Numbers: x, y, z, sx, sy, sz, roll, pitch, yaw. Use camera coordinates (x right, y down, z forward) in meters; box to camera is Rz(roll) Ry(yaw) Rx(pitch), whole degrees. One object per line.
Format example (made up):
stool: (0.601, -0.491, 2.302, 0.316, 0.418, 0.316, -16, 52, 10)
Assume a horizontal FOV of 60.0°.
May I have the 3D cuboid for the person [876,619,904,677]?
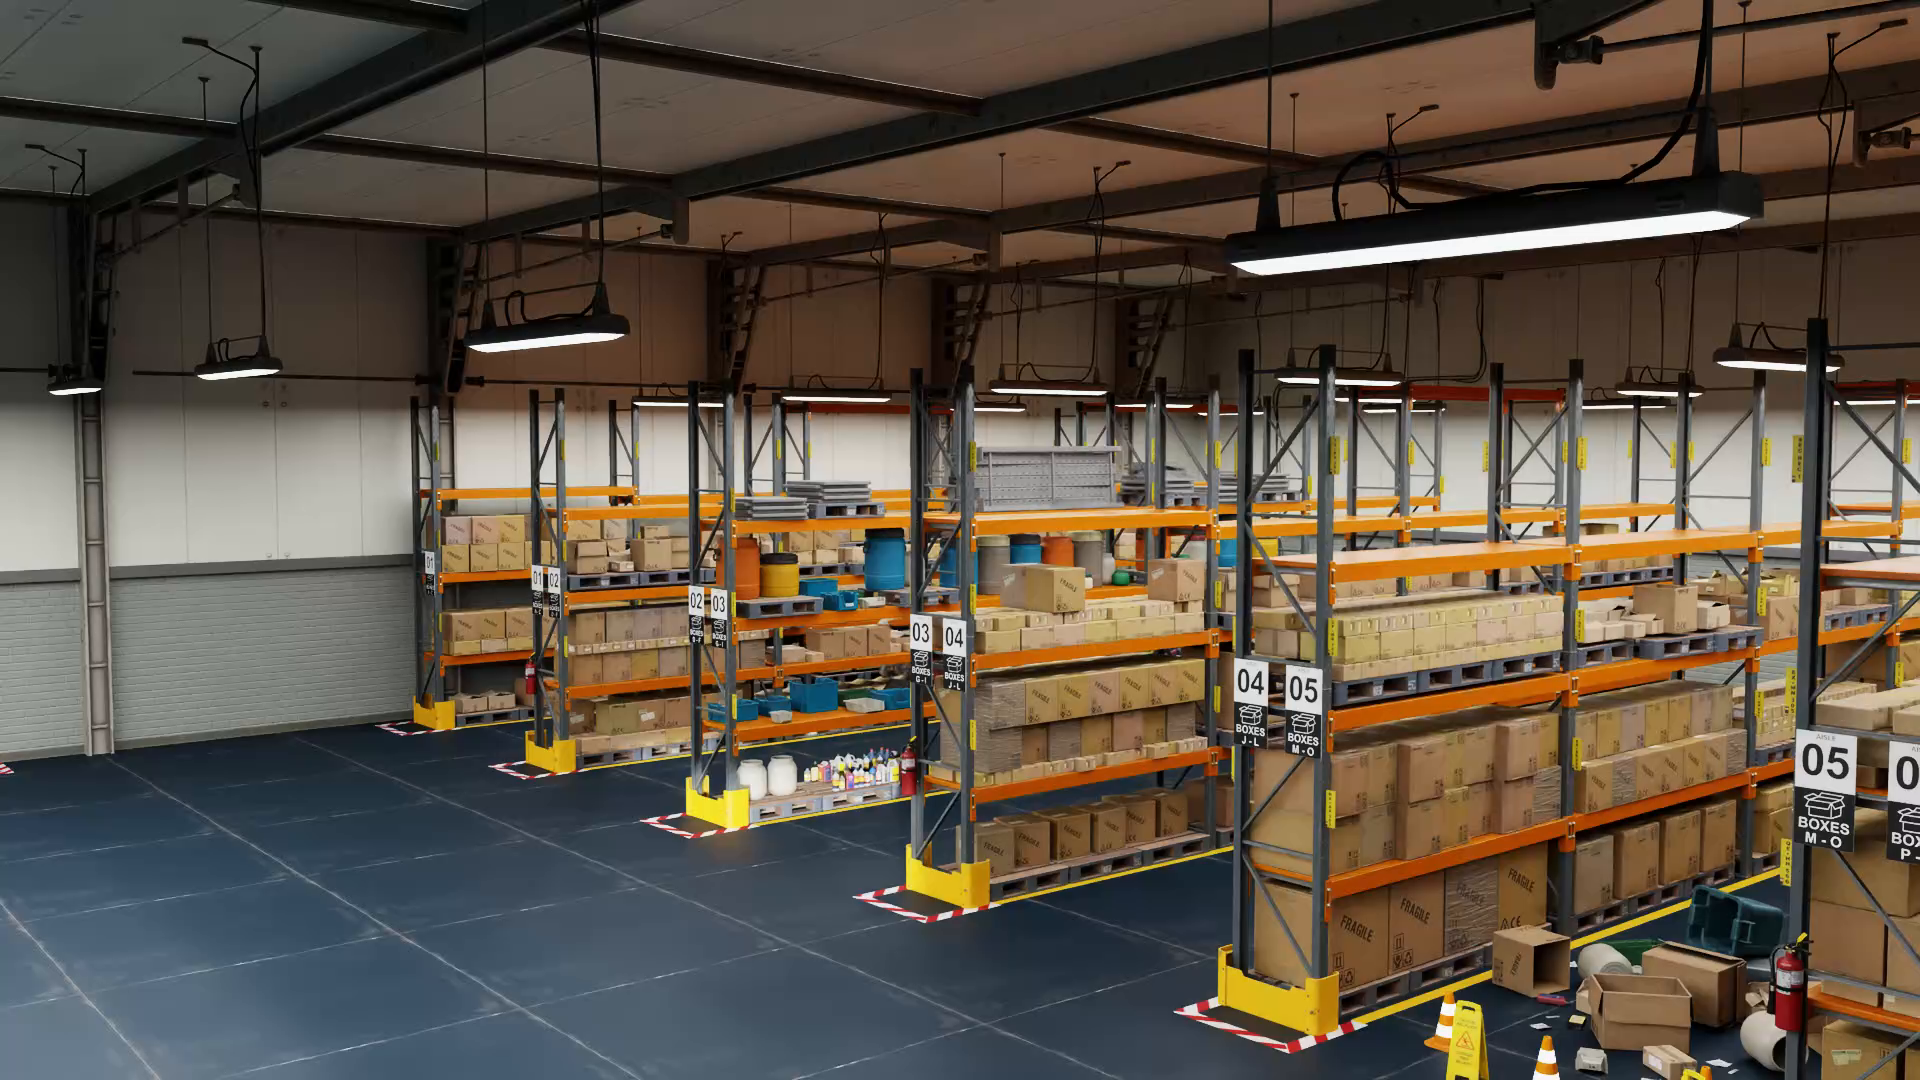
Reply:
person: (-1.339, 2.375, 33.032, 0.668, 1.692, 0.855, 2, 4, 31)
